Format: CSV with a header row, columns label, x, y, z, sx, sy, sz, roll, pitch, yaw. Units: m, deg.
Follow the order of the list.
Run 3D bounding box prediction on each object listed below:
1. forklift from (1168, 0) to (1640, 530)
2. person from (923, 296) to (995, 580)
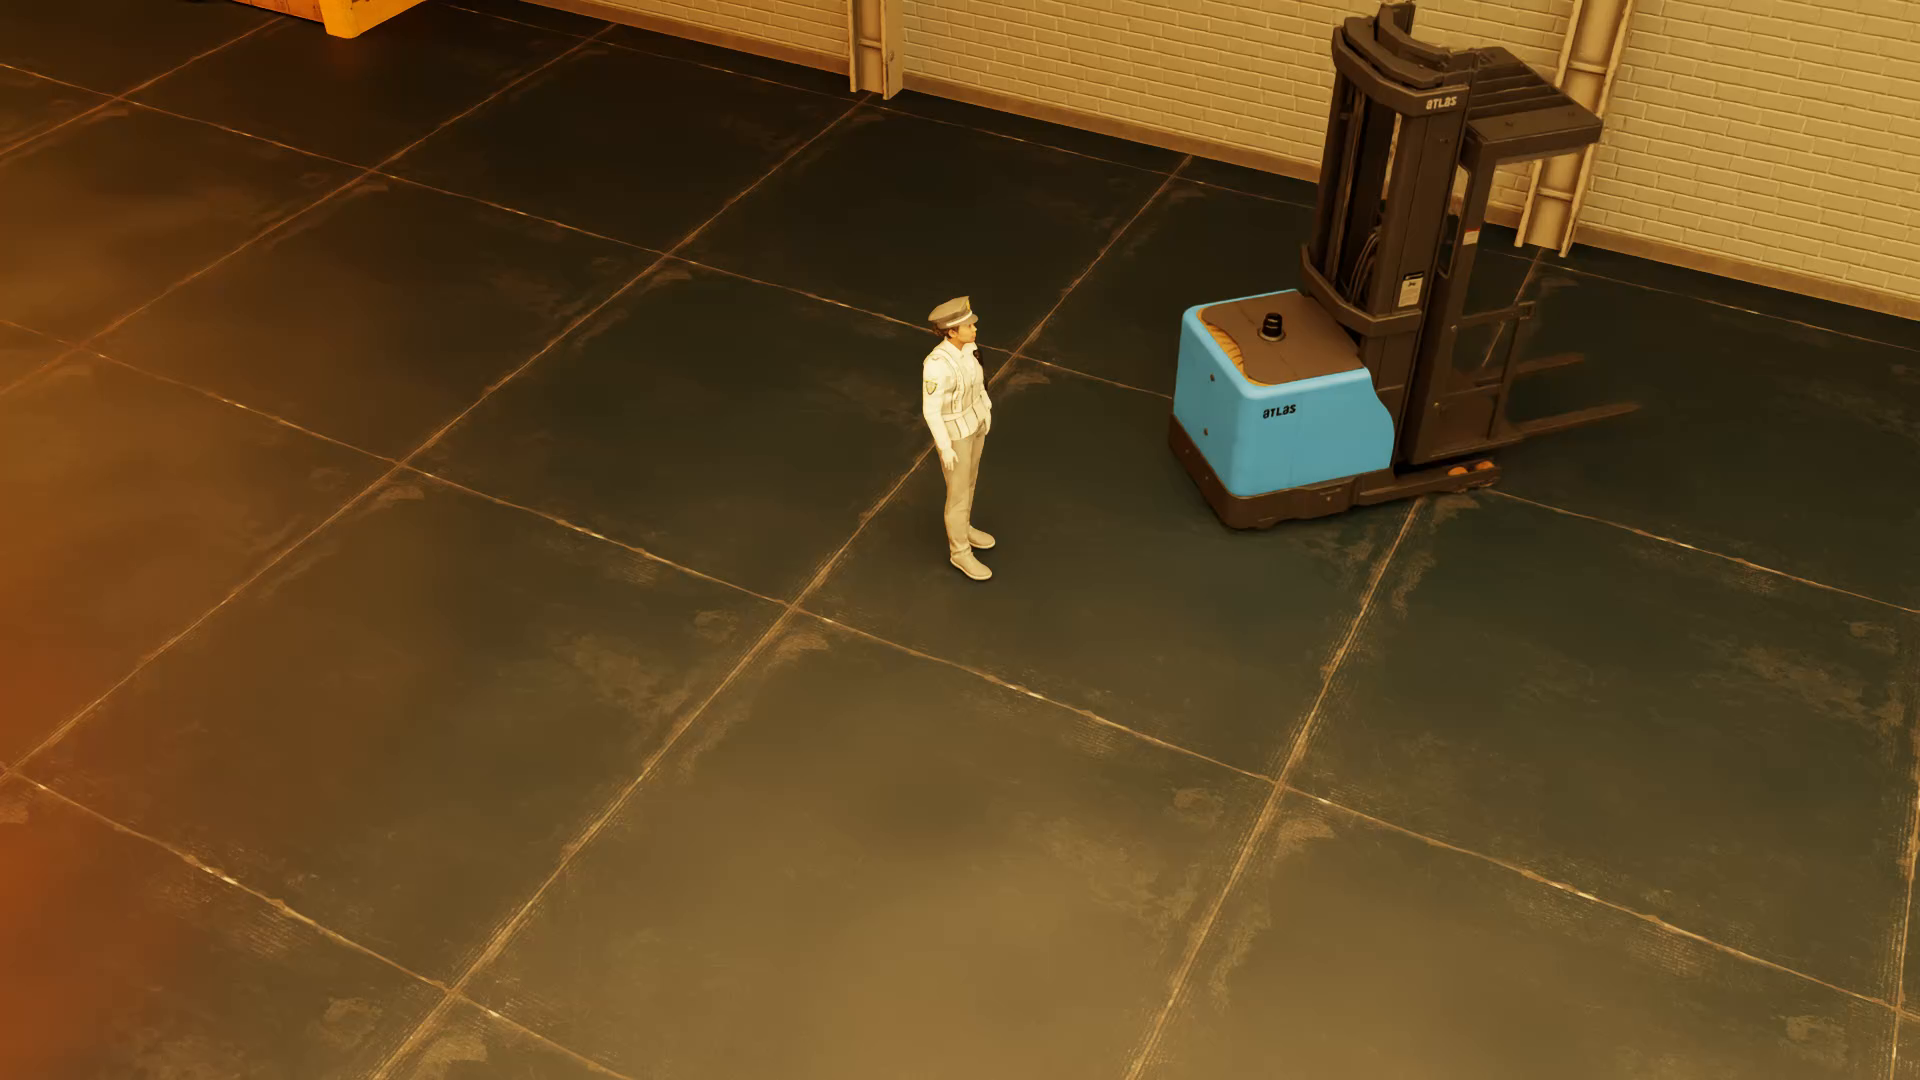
label,x,y,z,sx,sy,sz,roll,pitch,yaw
forklift,2.941,-1.735,10.047,3.031,2.935,1.130,-12,41,-13
person,0.058,-0.629,9.682,0.530,1.694,0.587,18,43,21
